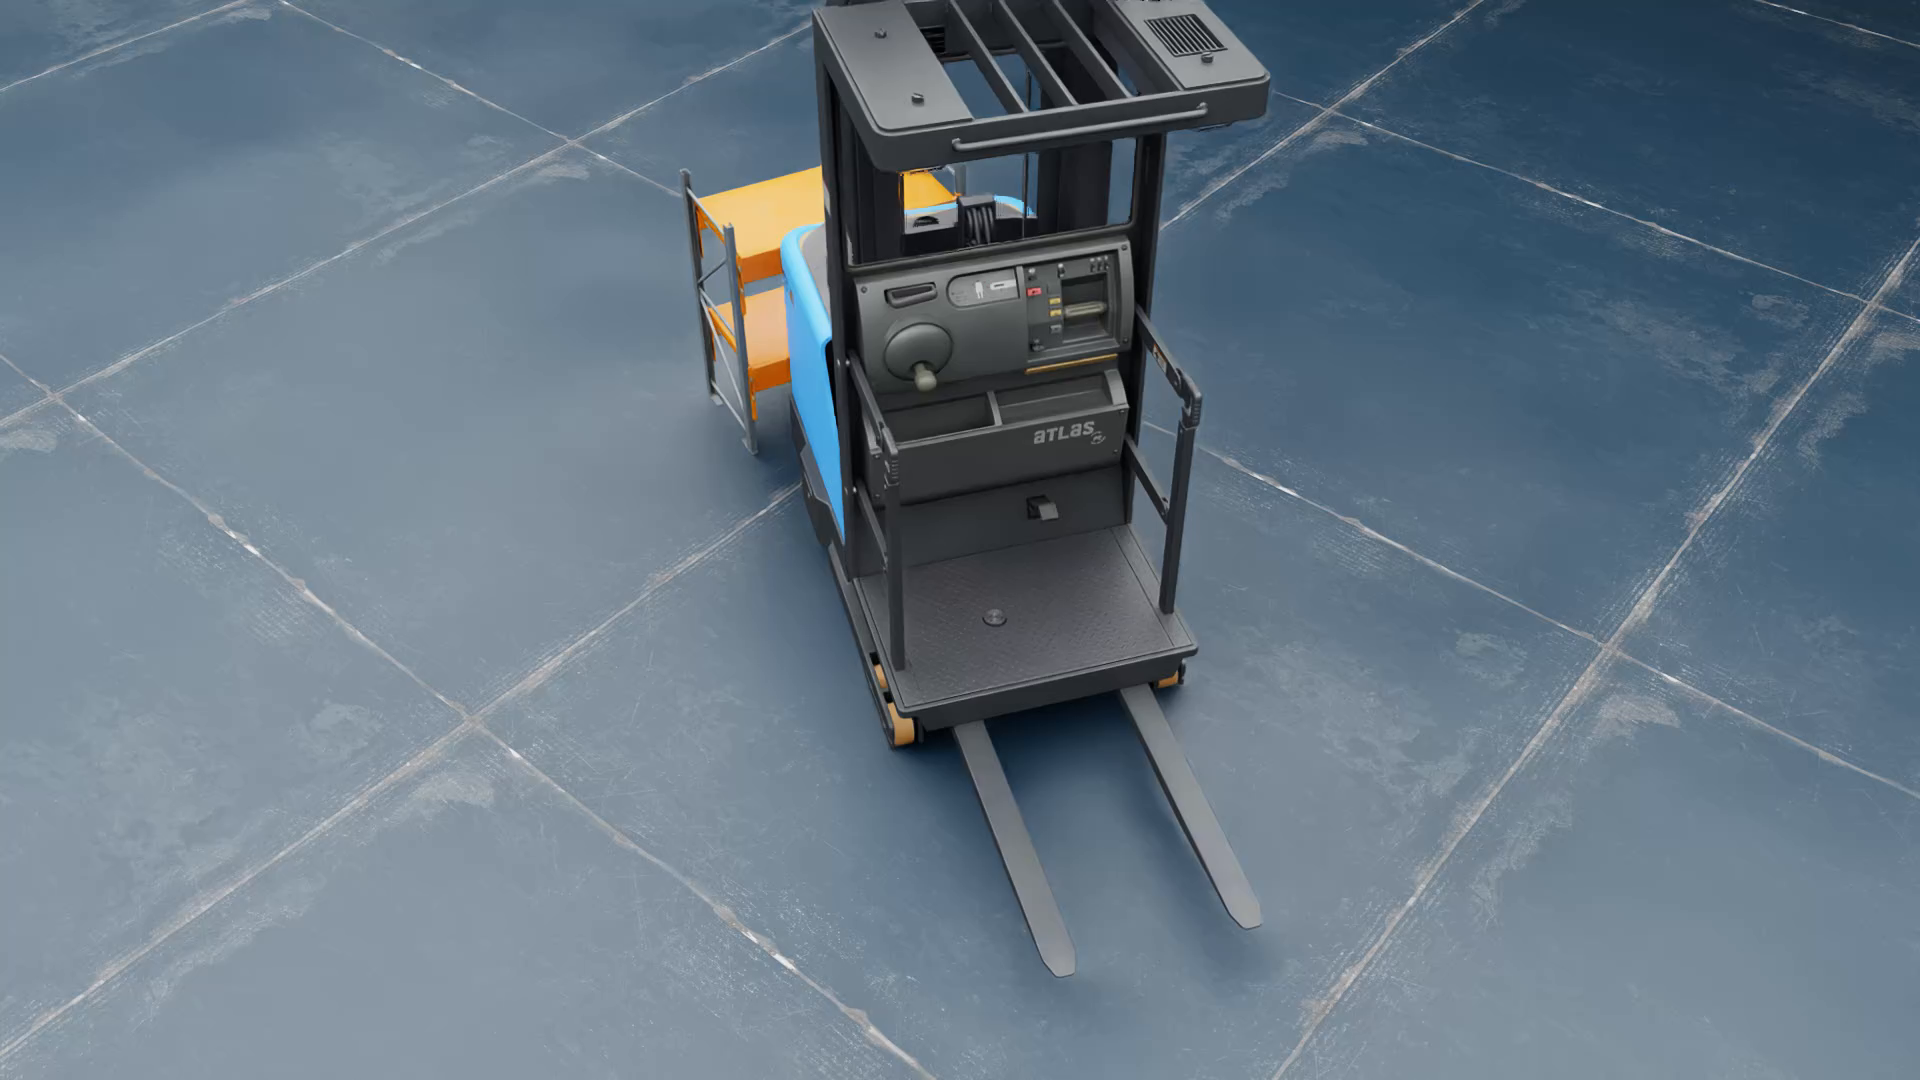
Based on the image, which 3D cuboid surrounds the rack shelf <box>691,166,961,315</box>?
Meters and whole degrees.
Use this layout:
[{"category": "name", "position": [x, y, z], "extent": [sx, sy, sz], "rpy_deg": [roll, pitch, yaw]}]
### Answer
[{"category": "rack shelf", "position": [-0.556, -1.316, 6.926], "extent": [1.000, 0.278, 0.538], "rpy_deg": [-20, 46, -21]}]

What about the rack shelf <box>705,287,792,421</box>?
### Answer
[{"category": "rack shelf", "position": [-0.556, -0.918, 7.287], "extent": [1.000, 0.278, 0.538], "rpy_deg": [-20, 46, -21]}]

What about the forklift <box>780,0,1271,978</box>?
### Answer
[{"category": "forklift", "position": [0.186, -0.649, 5.285], "extent": [1.130, 2.935, 3.031], "rpy_deg": [-11, 43, -12]}]

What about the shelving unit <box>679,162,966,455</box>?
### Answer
[{"category": "shelving unit", "position": [-0.556, -1.099, 7.123], "extent": [1.048, 1.125, 0.538], "rpy_deg": [-20, 46, -21]}]

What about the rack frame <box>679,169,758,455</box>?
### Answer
[{"category": "rack frame", "position": [-1.003, -0.936, 6.943], "extent": [0.032, 1.125, 0.500], "rpy_deg": [-20, 46, -21]}]

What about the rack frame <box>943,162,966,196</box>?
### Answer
[{"category": "rack frame", "position": [-0.109, -1.262, 7.302], "extent": [0.032, 1.125, 0.500], "rpy_deg": [-20, 46, -21]}]
